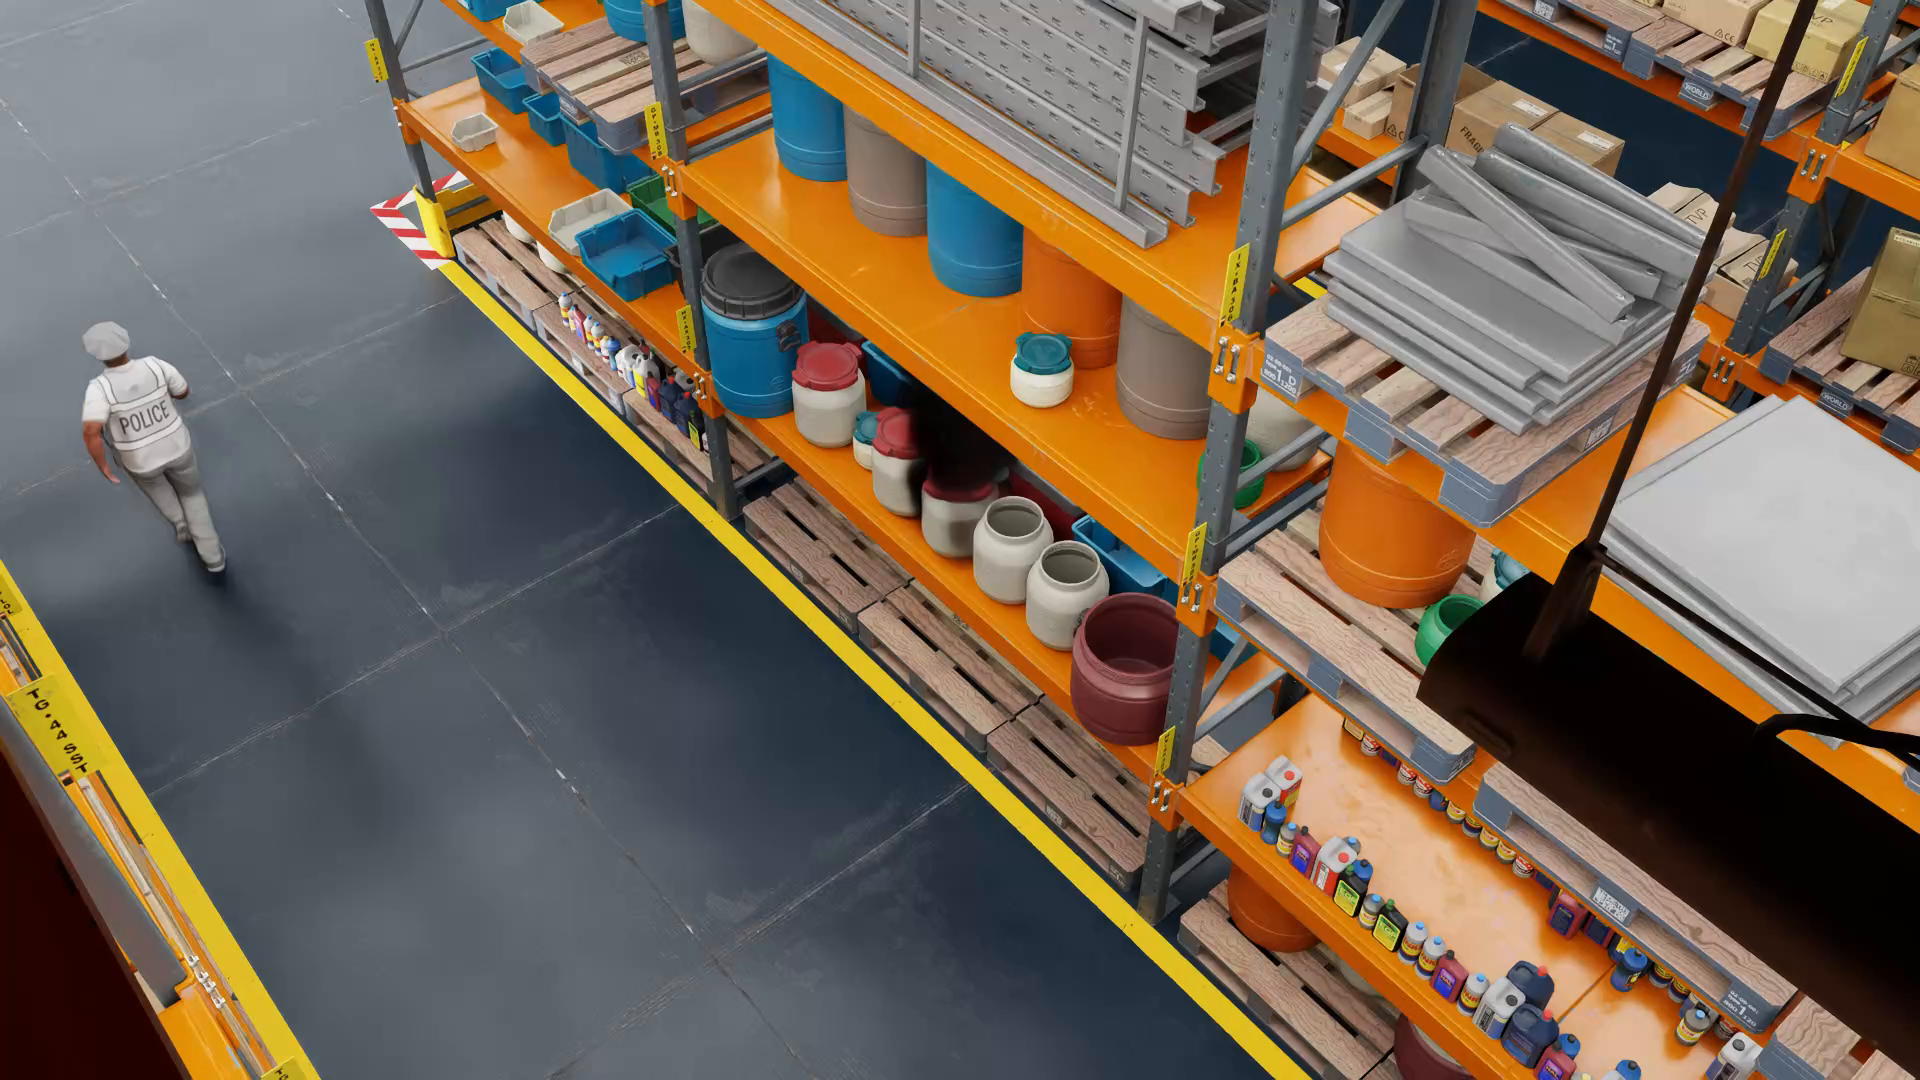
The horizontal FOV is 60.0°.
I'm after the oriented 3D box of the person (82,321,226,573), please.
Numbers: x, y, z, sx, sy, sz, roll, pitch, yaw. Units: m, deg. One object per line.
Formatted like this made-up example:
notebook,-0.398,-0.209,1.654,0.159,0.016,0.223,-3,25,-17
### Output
person,-4.996,-0.562,10.295,0.693,1.780,0.831,-31,54,-26
